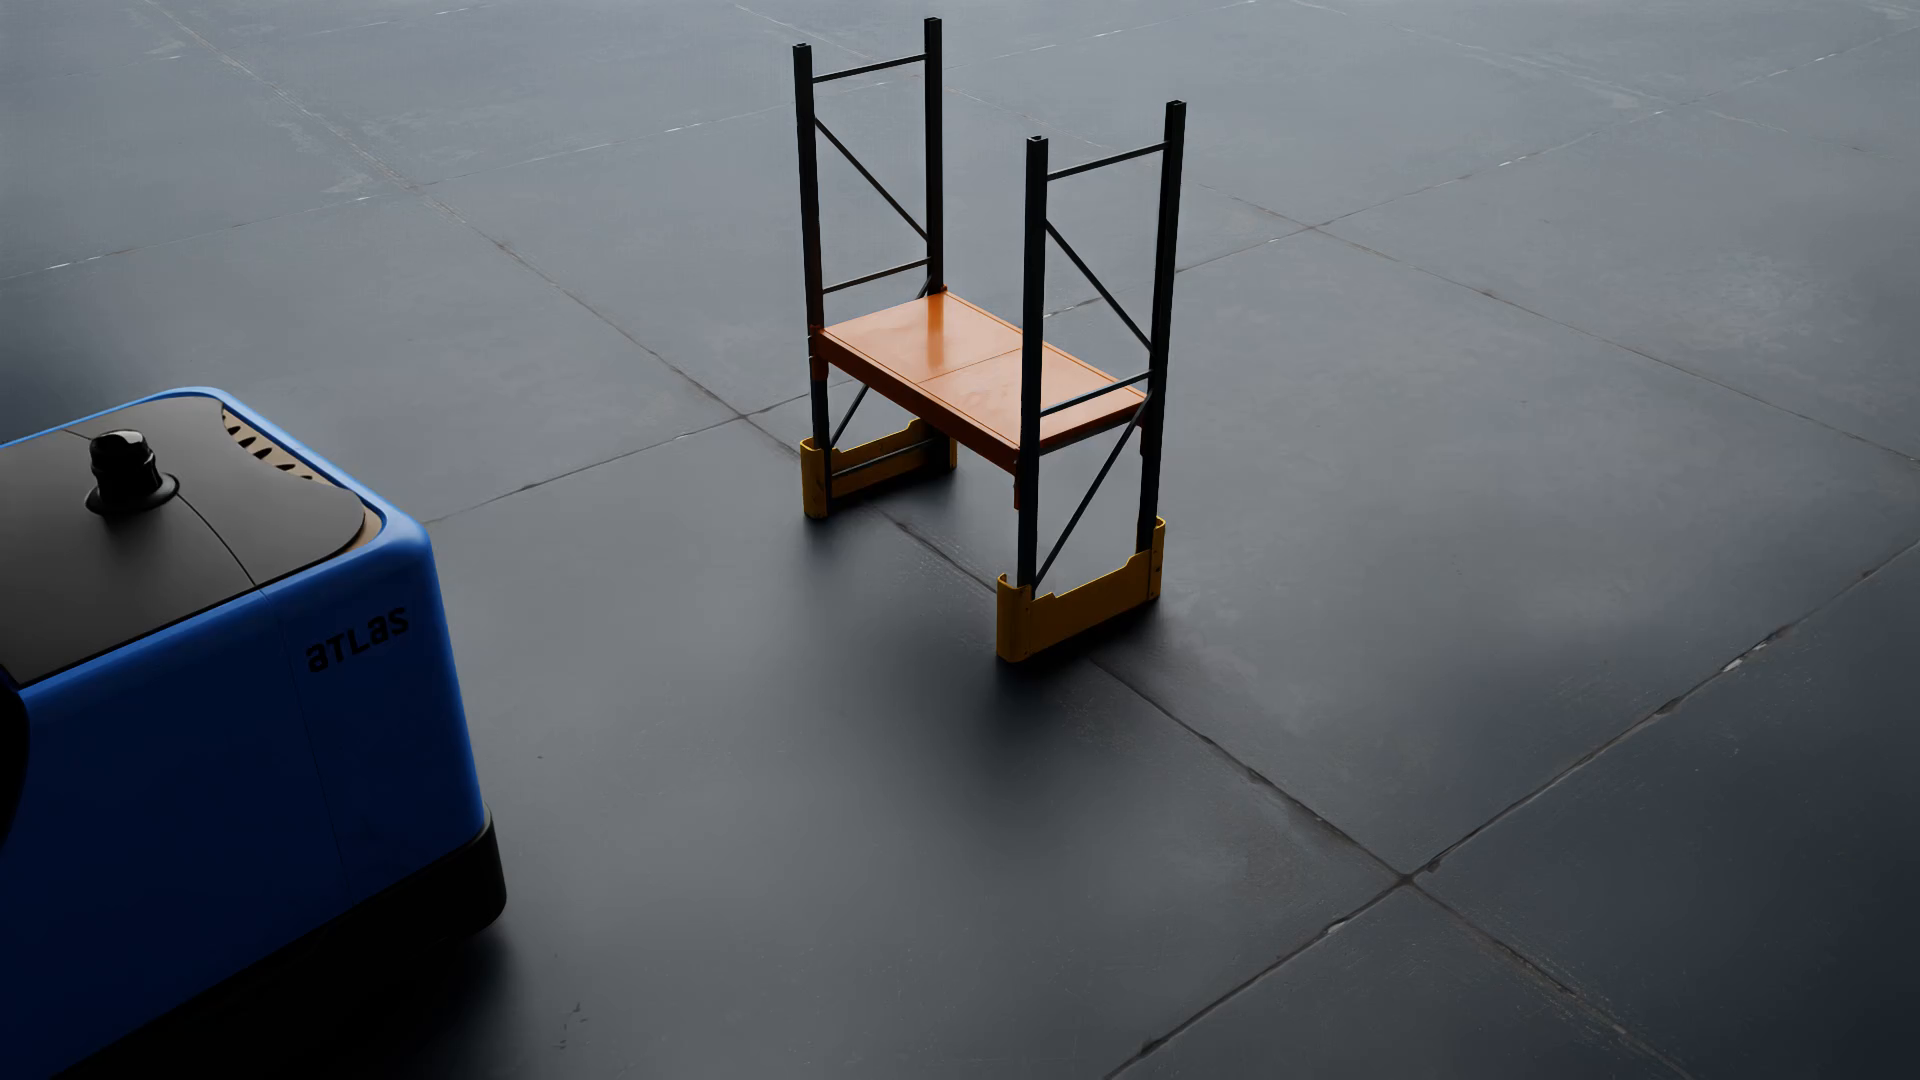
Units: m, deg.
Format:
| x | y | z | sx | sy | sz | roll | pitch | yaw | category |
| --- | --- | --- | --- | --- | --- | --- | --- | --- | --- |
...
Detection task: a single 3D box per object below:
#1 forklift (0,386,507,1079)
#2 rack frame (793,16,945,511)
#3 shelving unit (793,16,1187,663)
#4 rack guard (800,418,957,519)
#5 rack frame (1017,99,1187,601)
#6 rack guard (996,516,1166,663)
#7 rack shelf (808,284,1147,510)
| x | y | z | sx | sy | sz | roll | pitch | yaw | category |
| --- | --- | --- | --- | --- | --- | --- | --- | --- | --- |
| -2.415 | 0.028 | 2.427 | 1.130 | 2.935 | 3.031 | 27 | 41 | 36 | forklift |
| -0.259 | -0.813 | 5.138 | 0.500 | 1.500 | 0.032 | -22 | 38 | -31 | rack frame |
| 0.047 | -0.605 | 4.803 | 0.587 | 1.500 | 1.083 | -22 | 38 | -31 | shelving unit |
| -0.259 | -0.282 | 5.467 | 0.587 | 0.250 | 0.087 | -22 | 38 | -31 | rack guard |
| 0.364 | -0.390 | 4.456 | 0.500 | 1.500 | 0.032 | -22 | 38 | -31 | rack frame |
| 0.352 | 0.133 | 4.799 | 0.587 | 0.250 | 0.087 | -22 | 38 | -31 | rack guard |
| 0.052 | -0.449 | 4.892 | 0.538 | 0.185 | 1.000 | -22 | 38 | -31 | rack shelf |
